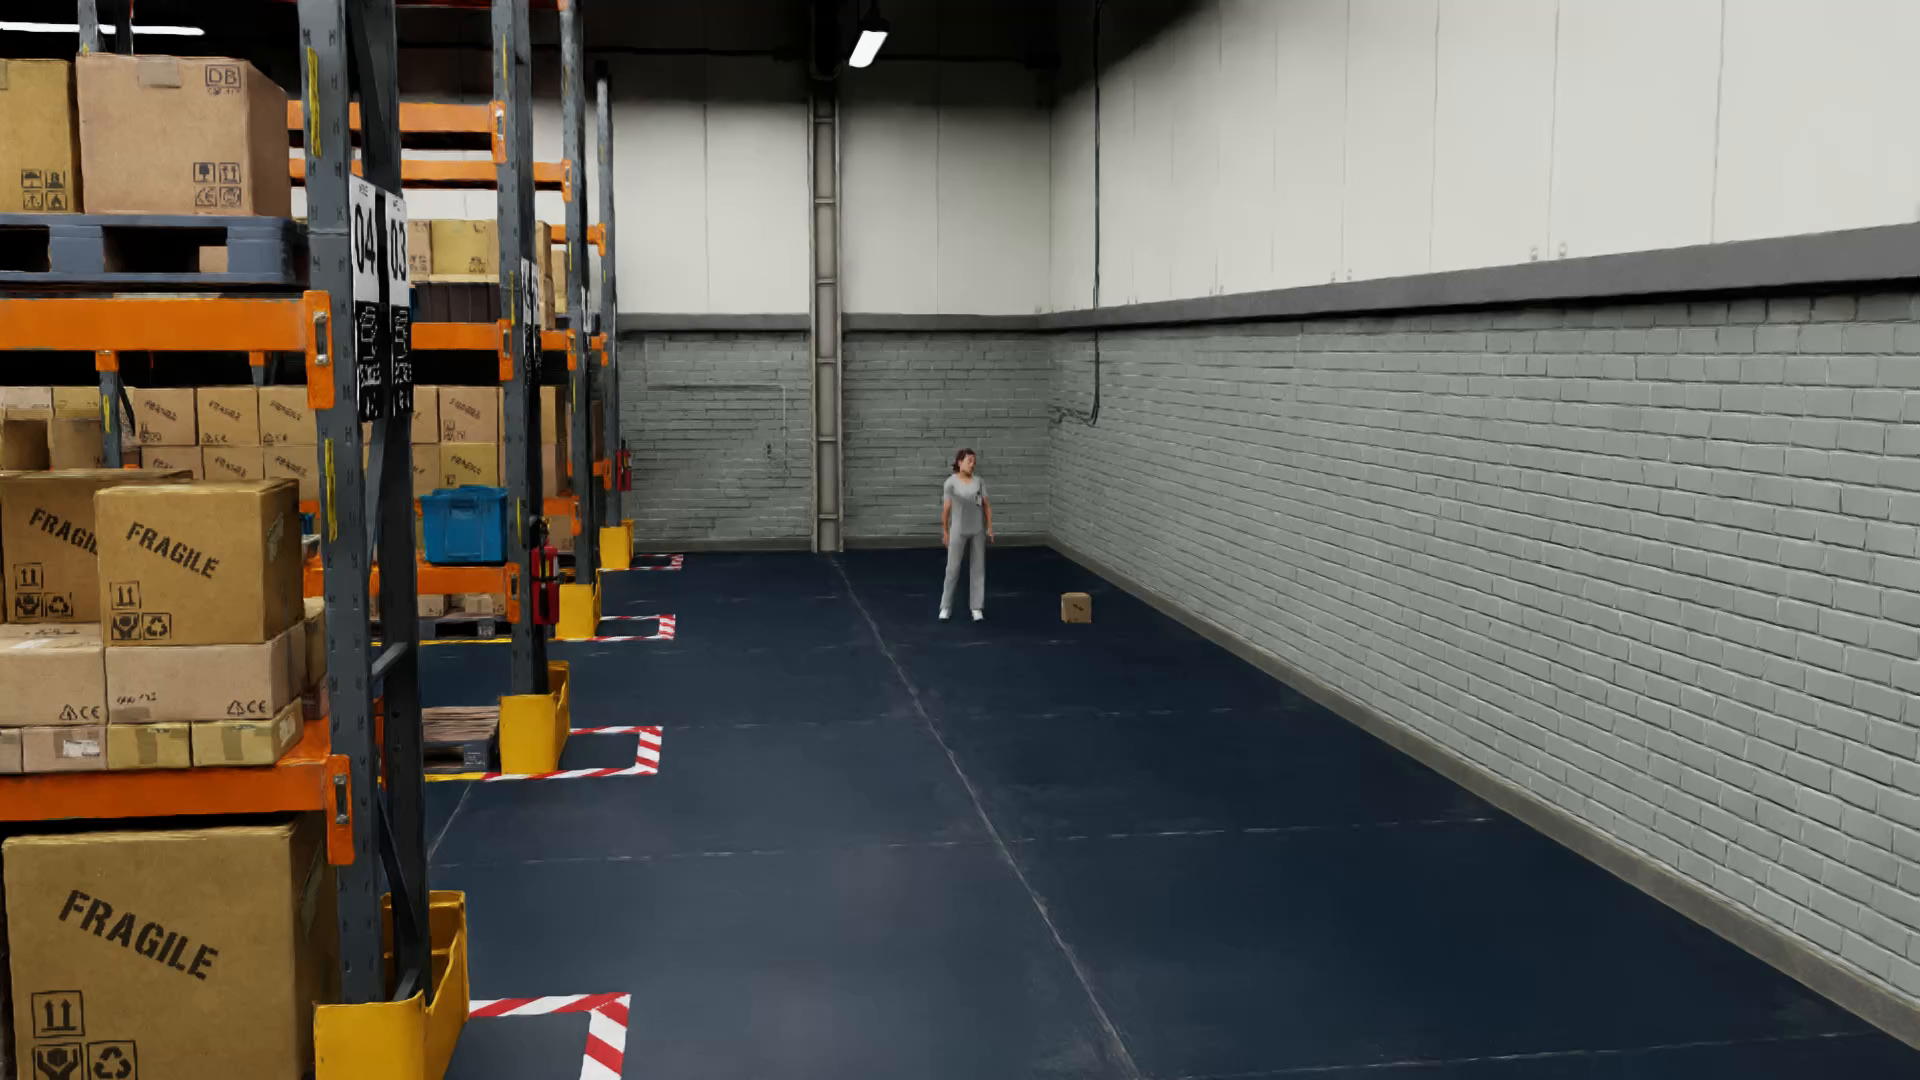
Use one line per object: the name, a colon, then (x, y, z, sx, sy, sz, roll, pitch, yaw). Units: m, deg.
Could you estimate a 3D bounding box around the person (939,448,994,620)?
person: (0.053, -0.063, 16.235, 0.525, 1.665, 0.468, -2, 7, -17)
